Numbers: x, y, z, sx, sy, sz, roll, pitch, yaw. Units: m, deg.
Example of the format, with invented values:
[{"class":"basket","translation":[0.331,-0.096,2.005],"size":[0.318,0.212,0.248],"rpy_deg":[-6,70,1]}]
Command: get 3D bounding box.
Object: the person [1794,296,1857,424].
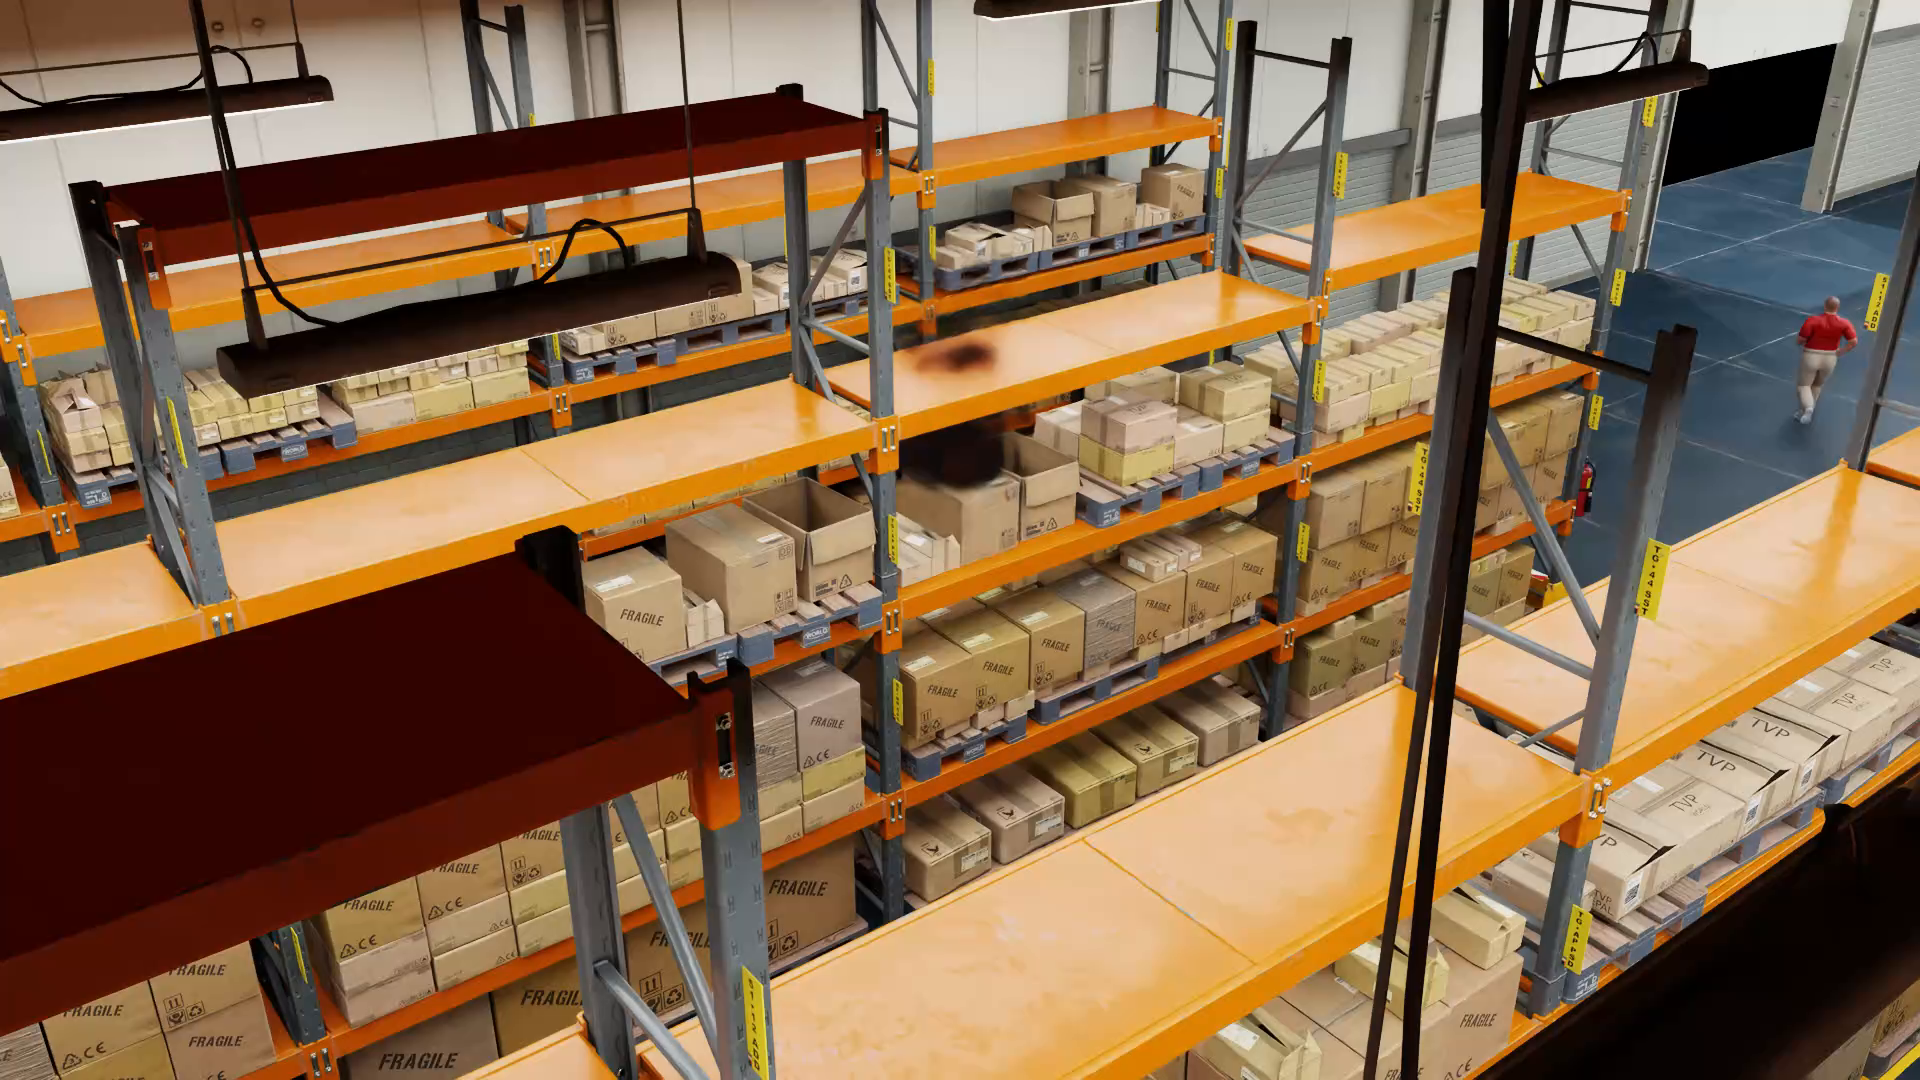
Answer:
[{"class":"person","translation":[10.691,-2.193,20.692],"size":[0.663,1.721,0.843],"rpy_deg":[6,27,12]}]
